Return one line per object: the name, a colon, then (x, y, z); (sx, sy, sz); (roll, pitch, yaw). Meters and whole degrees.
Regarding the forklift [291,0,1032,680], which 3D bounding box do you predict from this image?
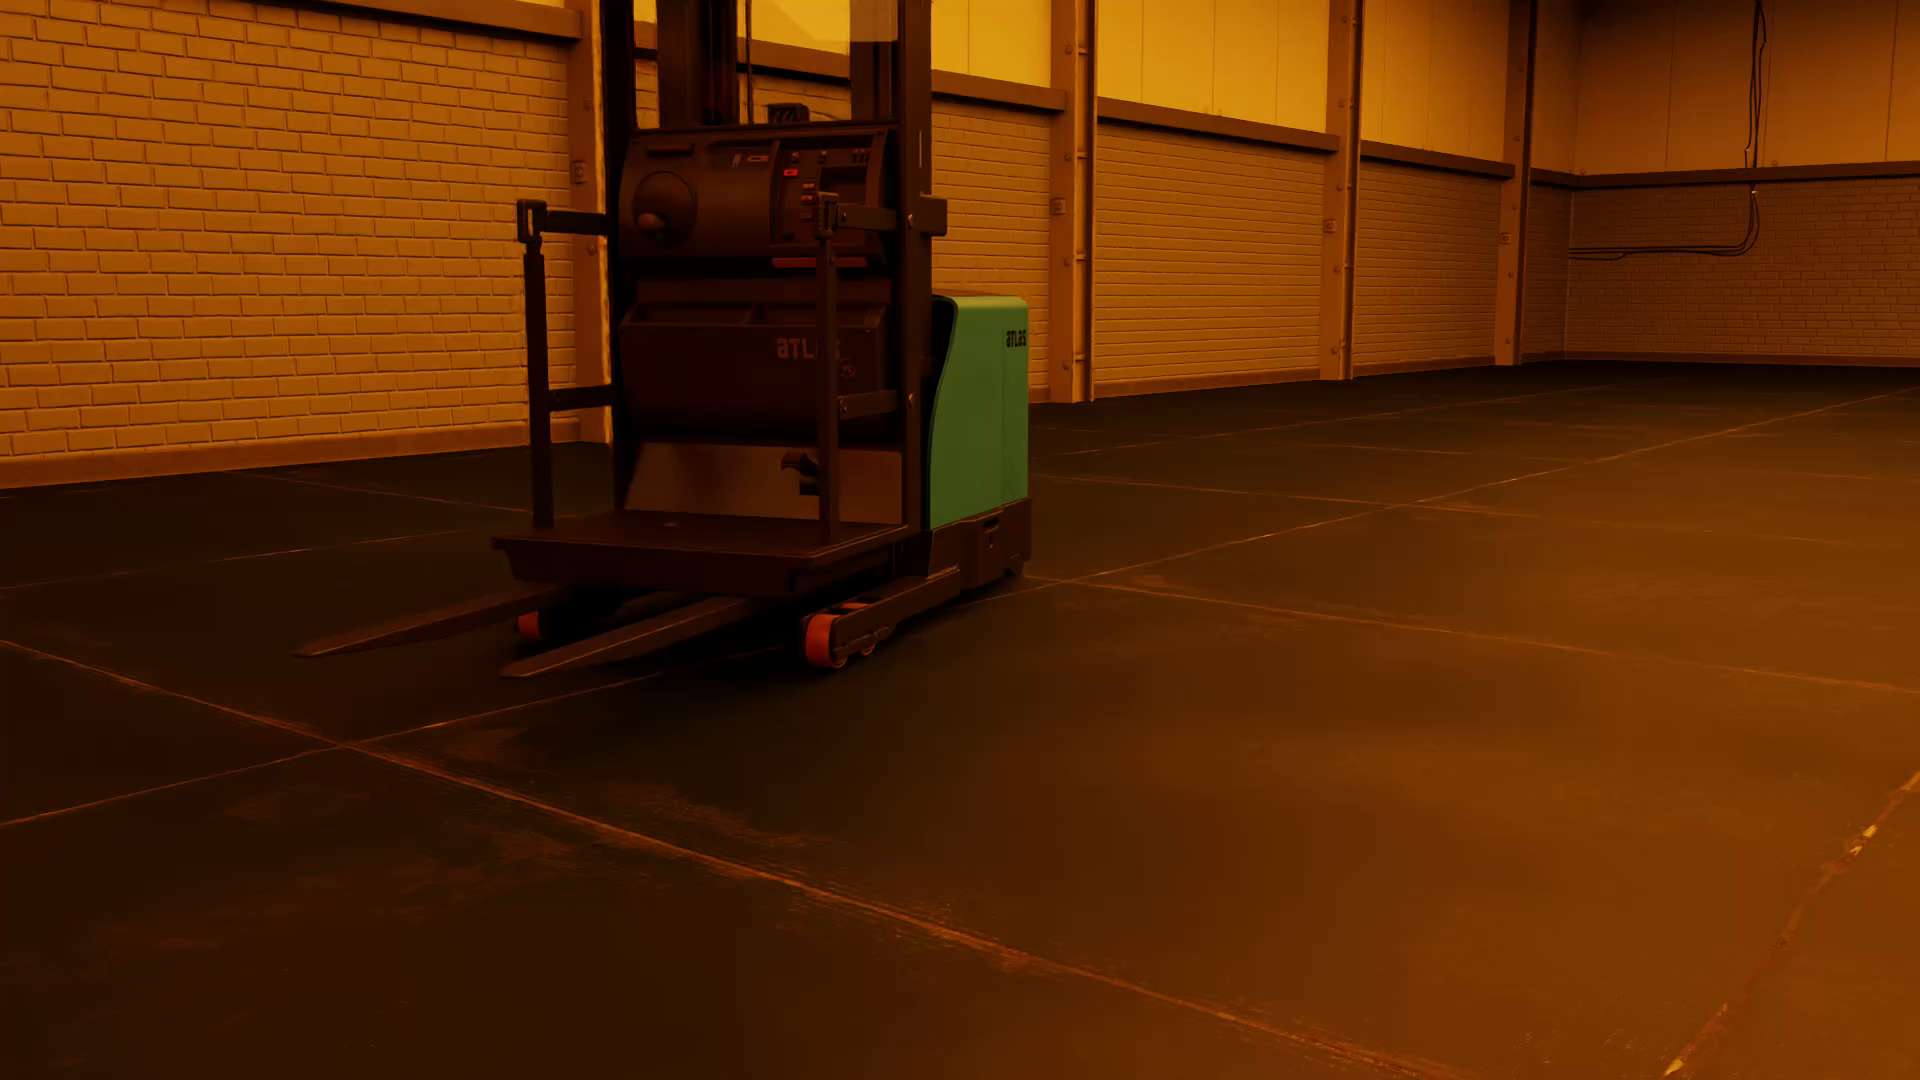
forklift: (-0.741, -1.142, 5.085); (1.130, 2.935, 3.031); (3, 9, 21)
